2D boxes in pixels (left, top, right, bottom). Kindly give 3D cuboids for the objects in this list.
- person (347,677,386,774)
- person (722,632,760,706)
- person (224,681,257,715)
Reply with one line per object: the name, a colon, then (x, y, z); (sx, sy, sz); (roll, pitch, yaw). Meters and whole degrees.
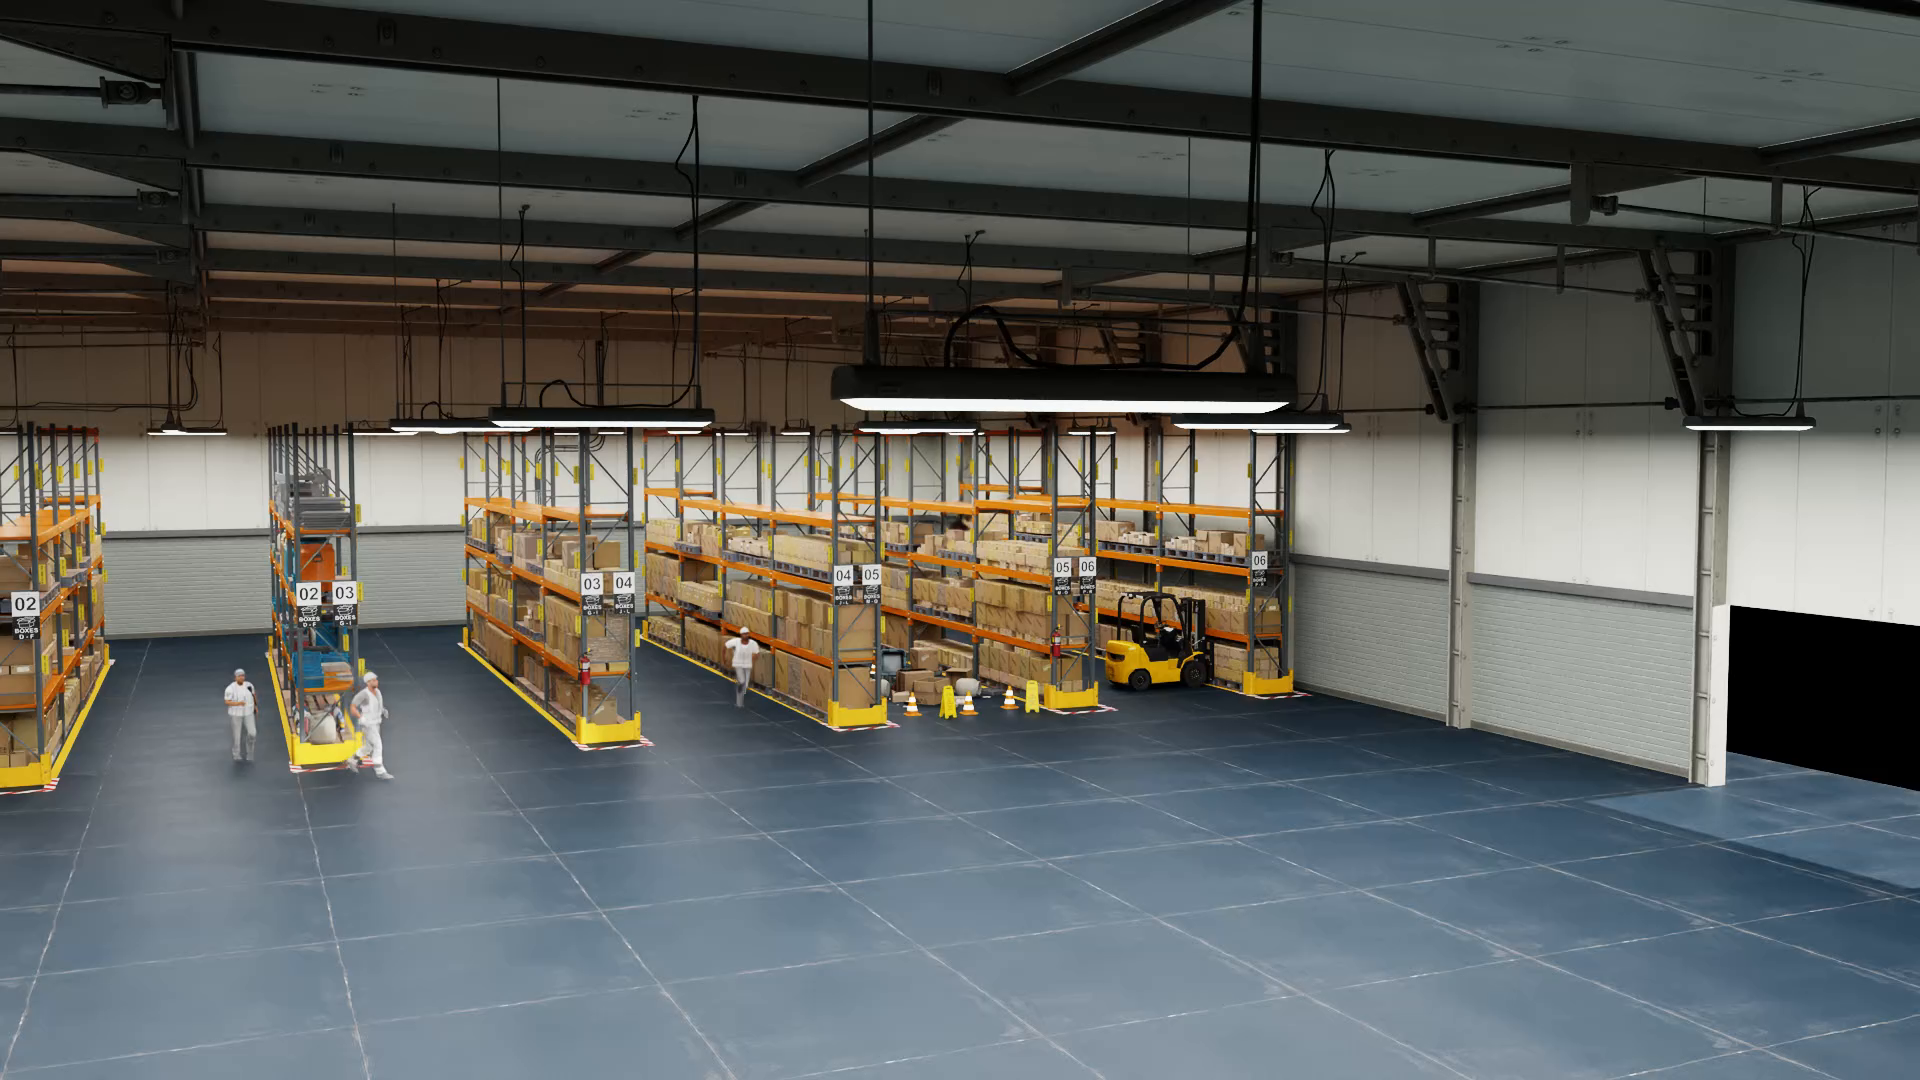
person: (-9.970, 3.091, 27.931); (0.729, 1.665, 0.649); (1, 4, 10)
person: (-4.615, 2.715, 35.242); (0.744, 1.667, 0.745); (-1, 4, -22)
person: (-12.688, 2.782, 29.327); (0.554, 0.601, 0.432); (-2, 4, -35)
